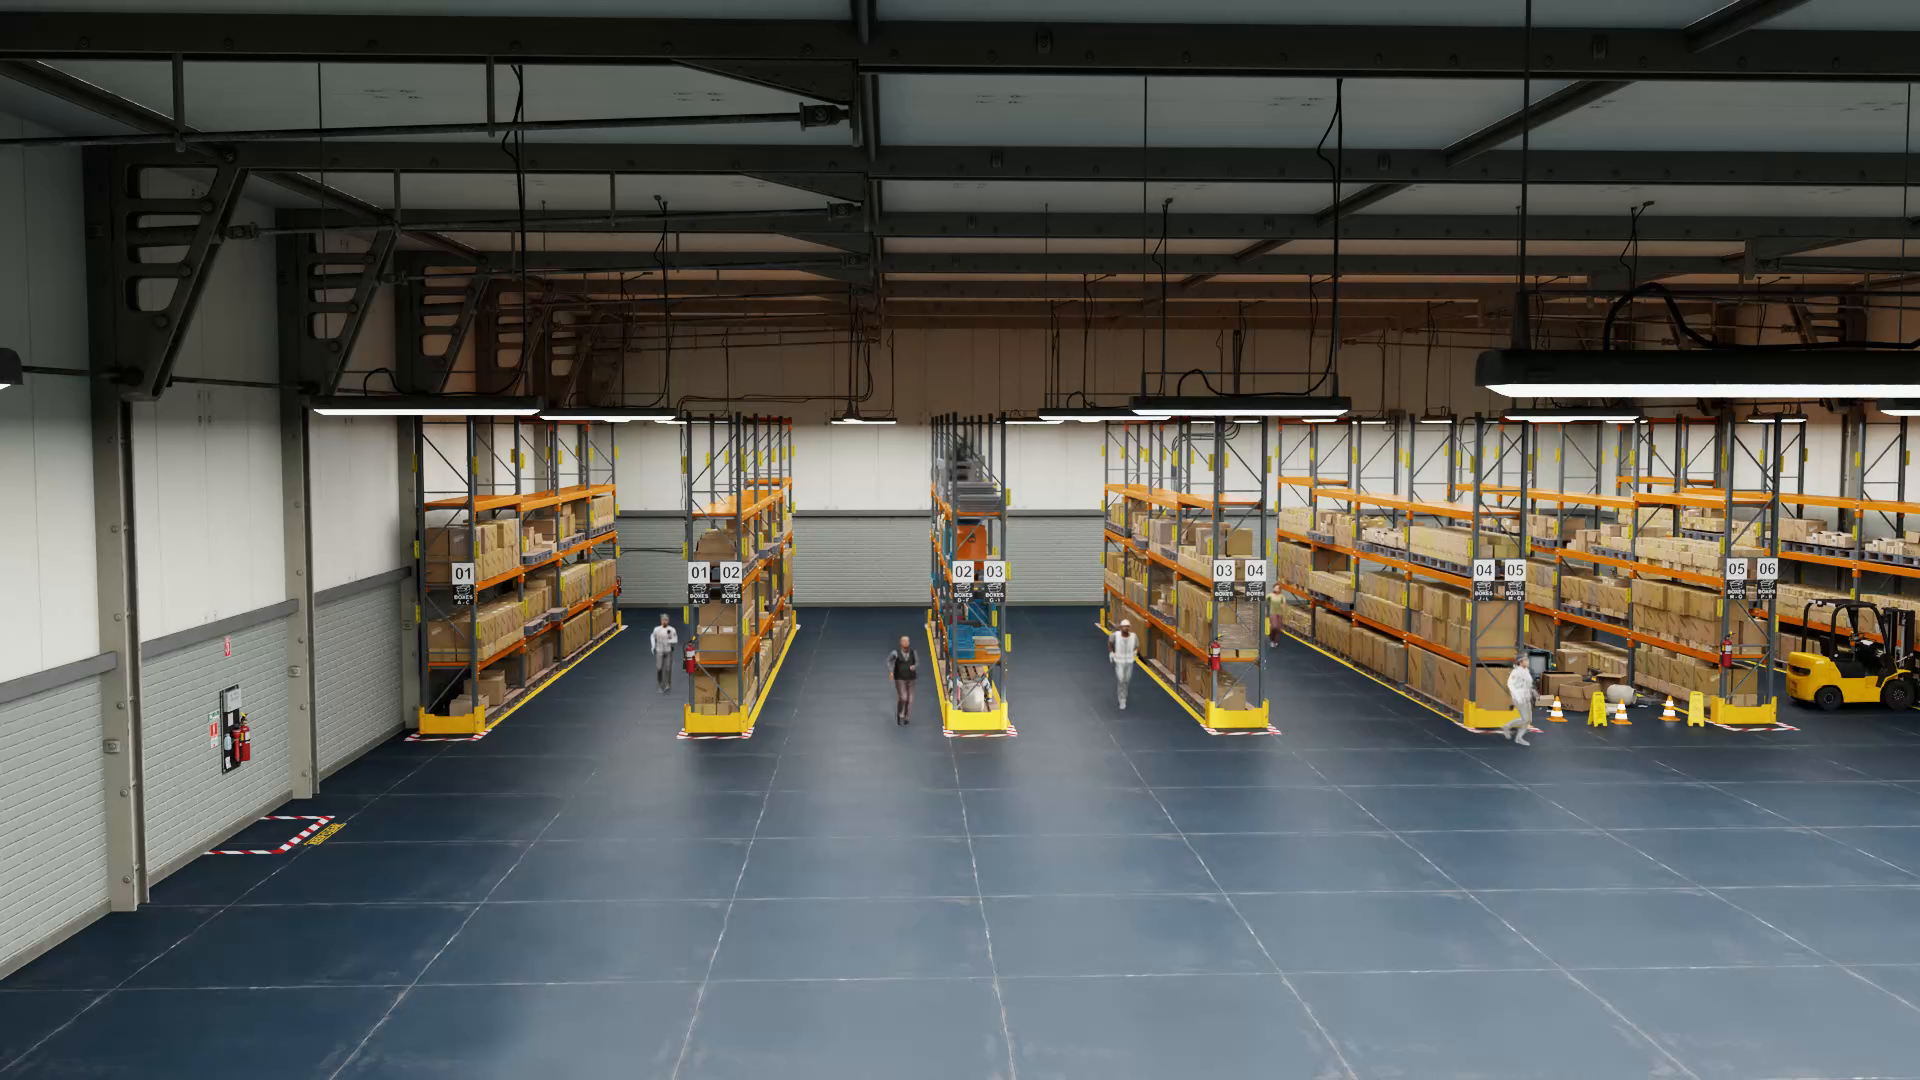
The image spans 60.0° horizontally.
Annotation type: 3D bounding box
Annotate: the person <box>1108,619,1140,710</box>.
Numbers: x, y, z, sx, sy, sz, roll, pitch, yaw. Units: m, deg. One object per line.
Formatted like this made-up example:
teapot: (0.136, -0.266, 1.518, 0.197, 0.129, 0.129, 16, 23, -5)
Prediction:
person: (3.372, 2.525, 34.068, 0.599, 1.828, 0.918, -1, 4, -10)

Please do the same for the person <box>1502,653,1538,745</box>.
person: (10.128, 2.854, 30.062, 0.637, 1.669, 0.547, -4, 5, -44)

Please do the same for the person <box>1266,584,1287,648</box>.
person: (8.180, 1.957, 43.051, 0.550, 1.666, 0.668, 0, 4, -6)

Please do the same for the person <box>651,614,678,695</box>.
person: (-6.357, 2.451, 35.750, 0.576, 1.743, 0.732, -1, 4, -8)

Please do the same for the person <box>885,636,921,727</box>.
person: (-1.050, 2.712, 31.817, 0.631, 1.722, 0.626, -1, 4, -18)
